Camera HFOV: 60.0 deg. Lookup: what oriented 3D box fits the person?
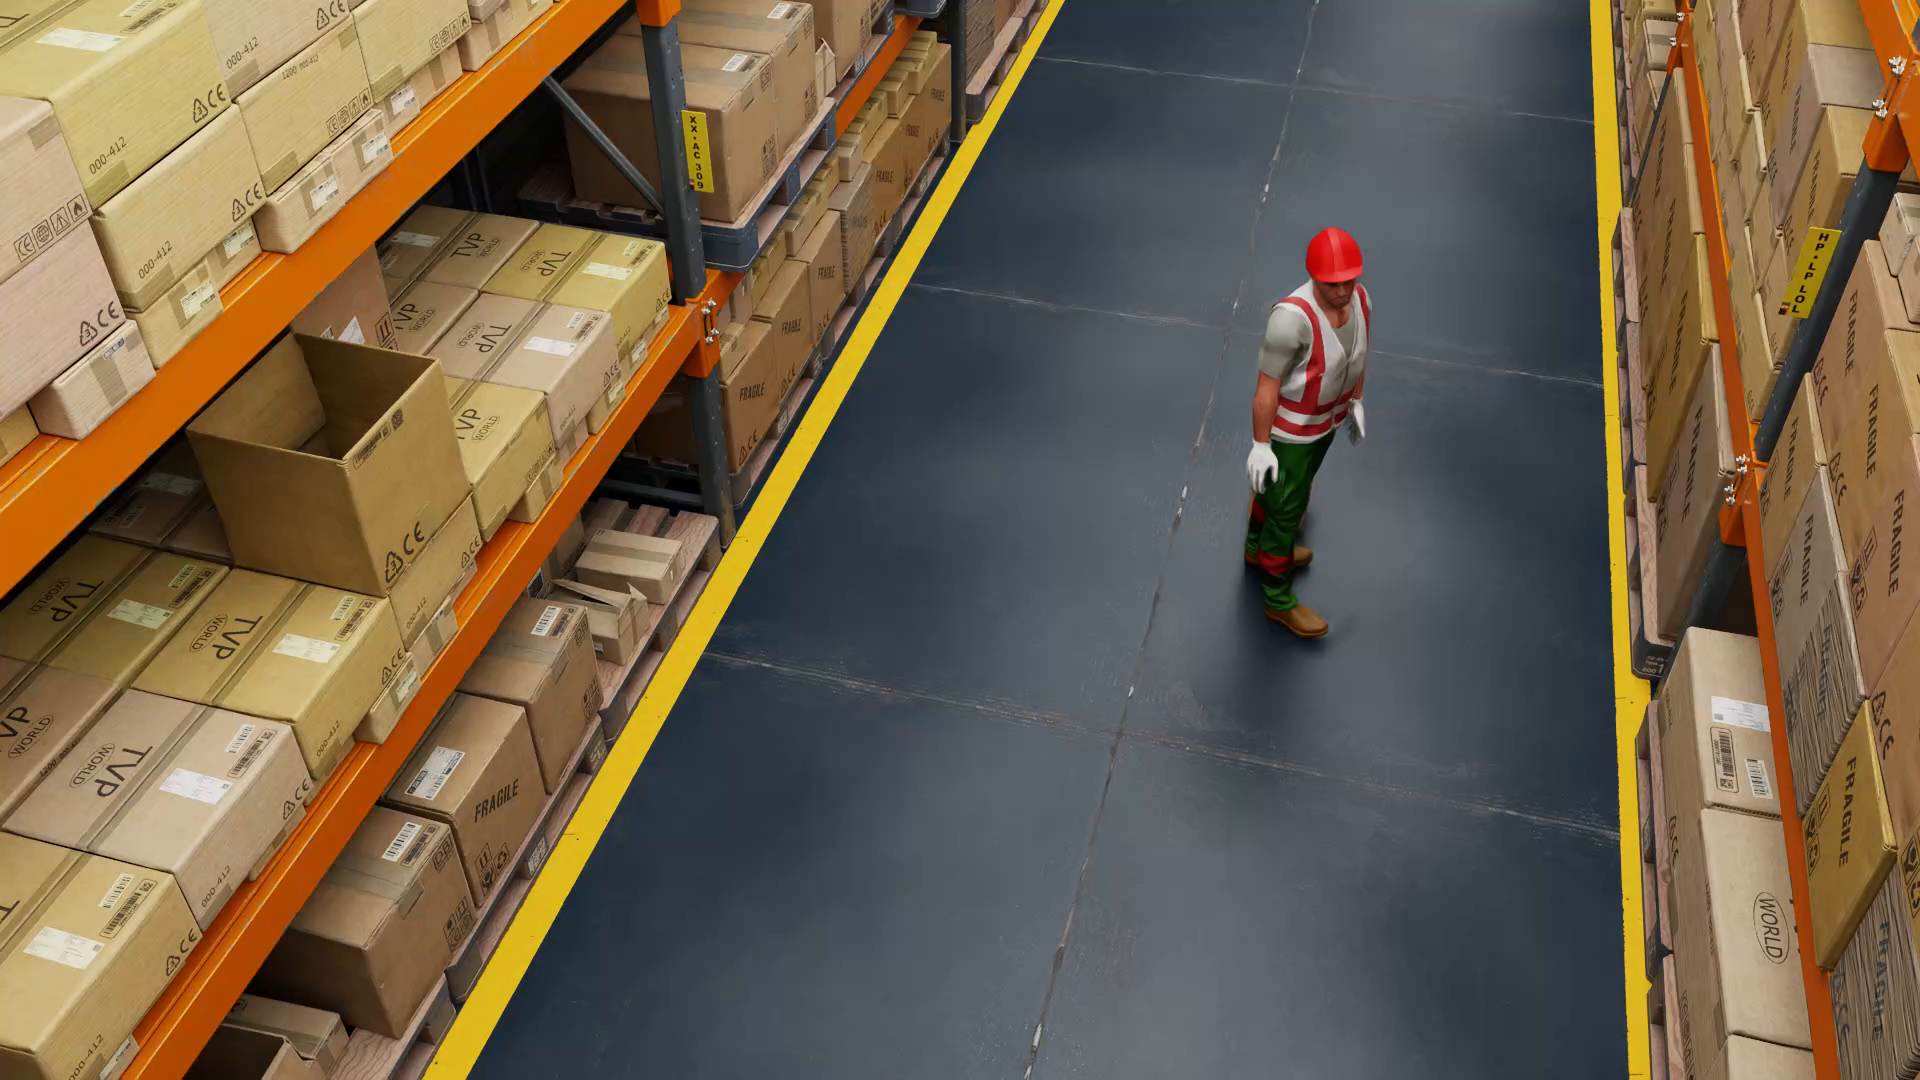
[{"bbox_3d":[1.388,-0.424,6.597,0.633,1.785,0.589,-33,50,-32],"label":"person"}]
